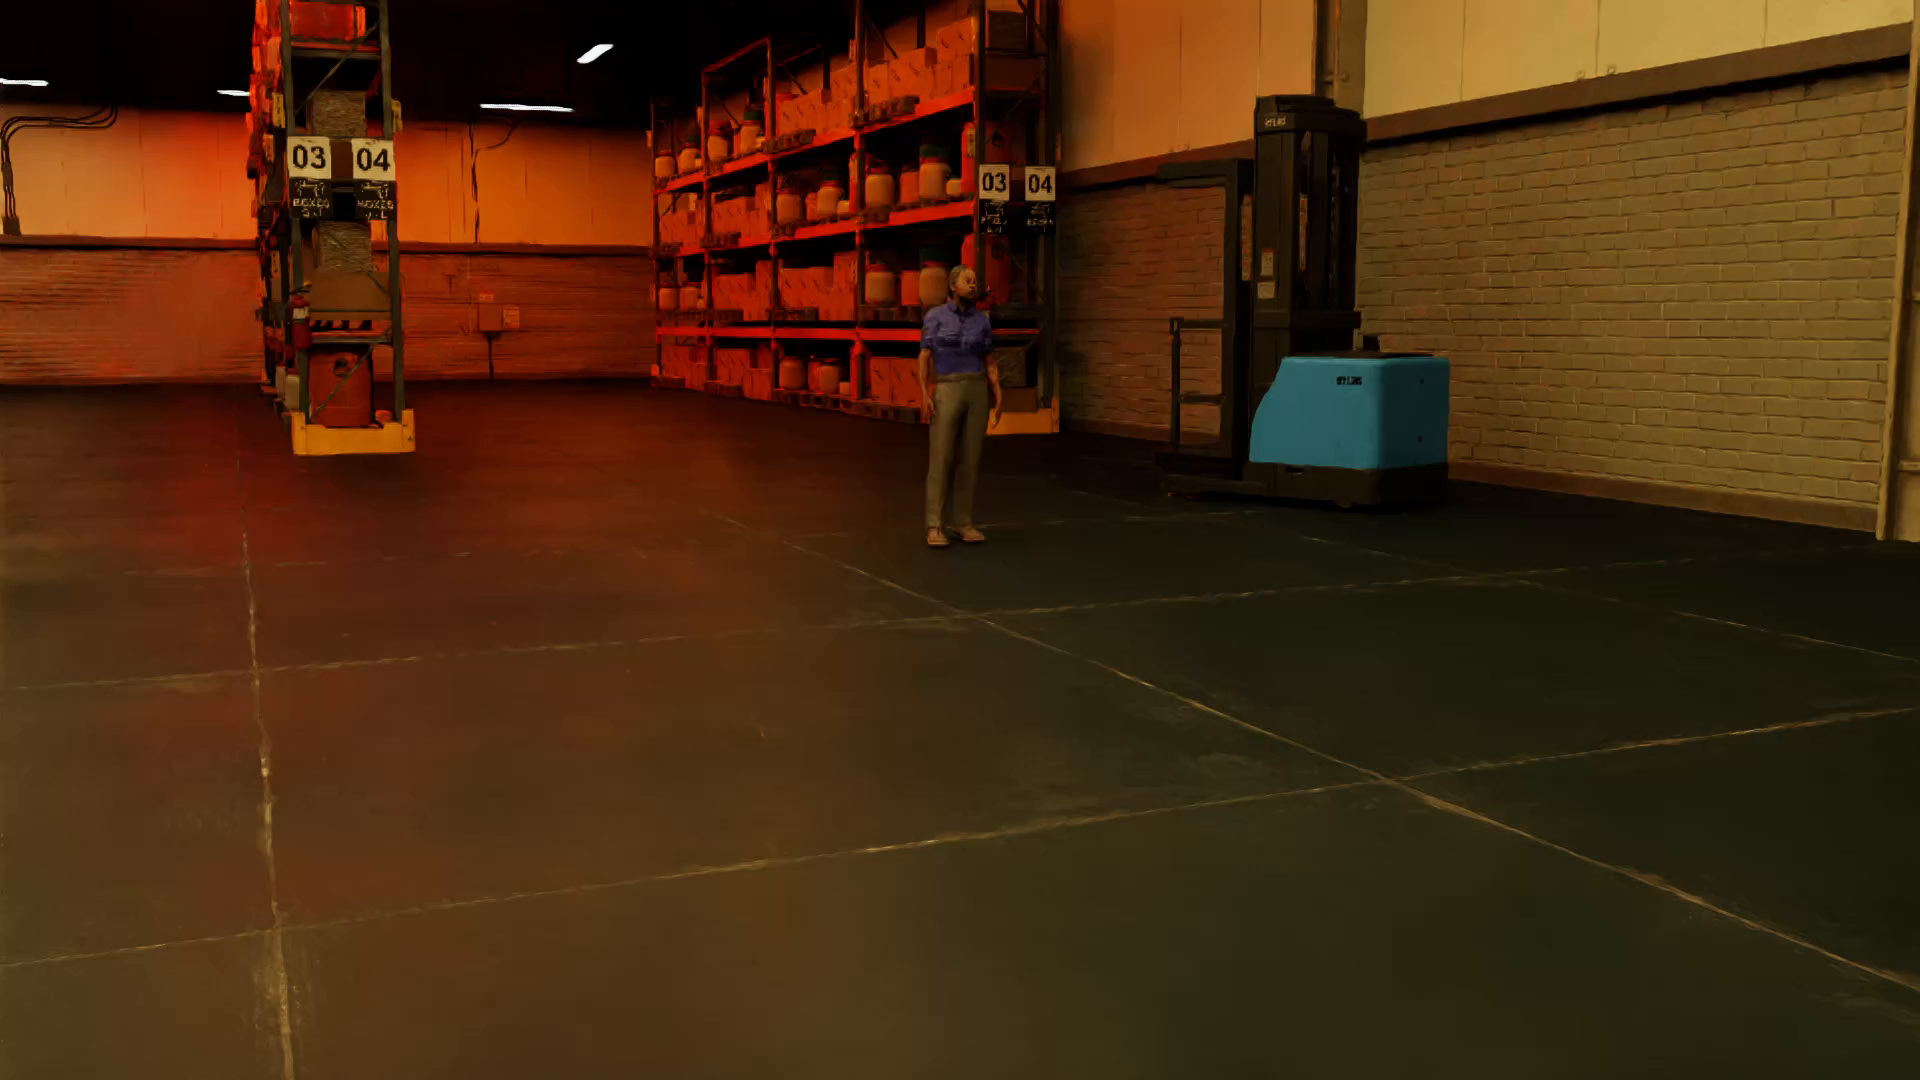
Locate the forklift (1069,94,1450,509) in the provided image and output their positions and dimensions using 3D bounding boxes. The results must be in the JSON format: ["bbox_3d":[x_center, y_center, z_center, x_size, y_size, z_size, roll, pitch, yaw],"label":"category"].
[{"bbox_3d":[2.177,-1.812,12.688,1.130,2.935,3.031,-7,10,-43],"label":"forklift"}]

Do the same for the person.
[{"bbox_3d":[0.017,-0.816,9.957,0.570,1.654,0.503,-3,8,-23],"label":"person"}]
